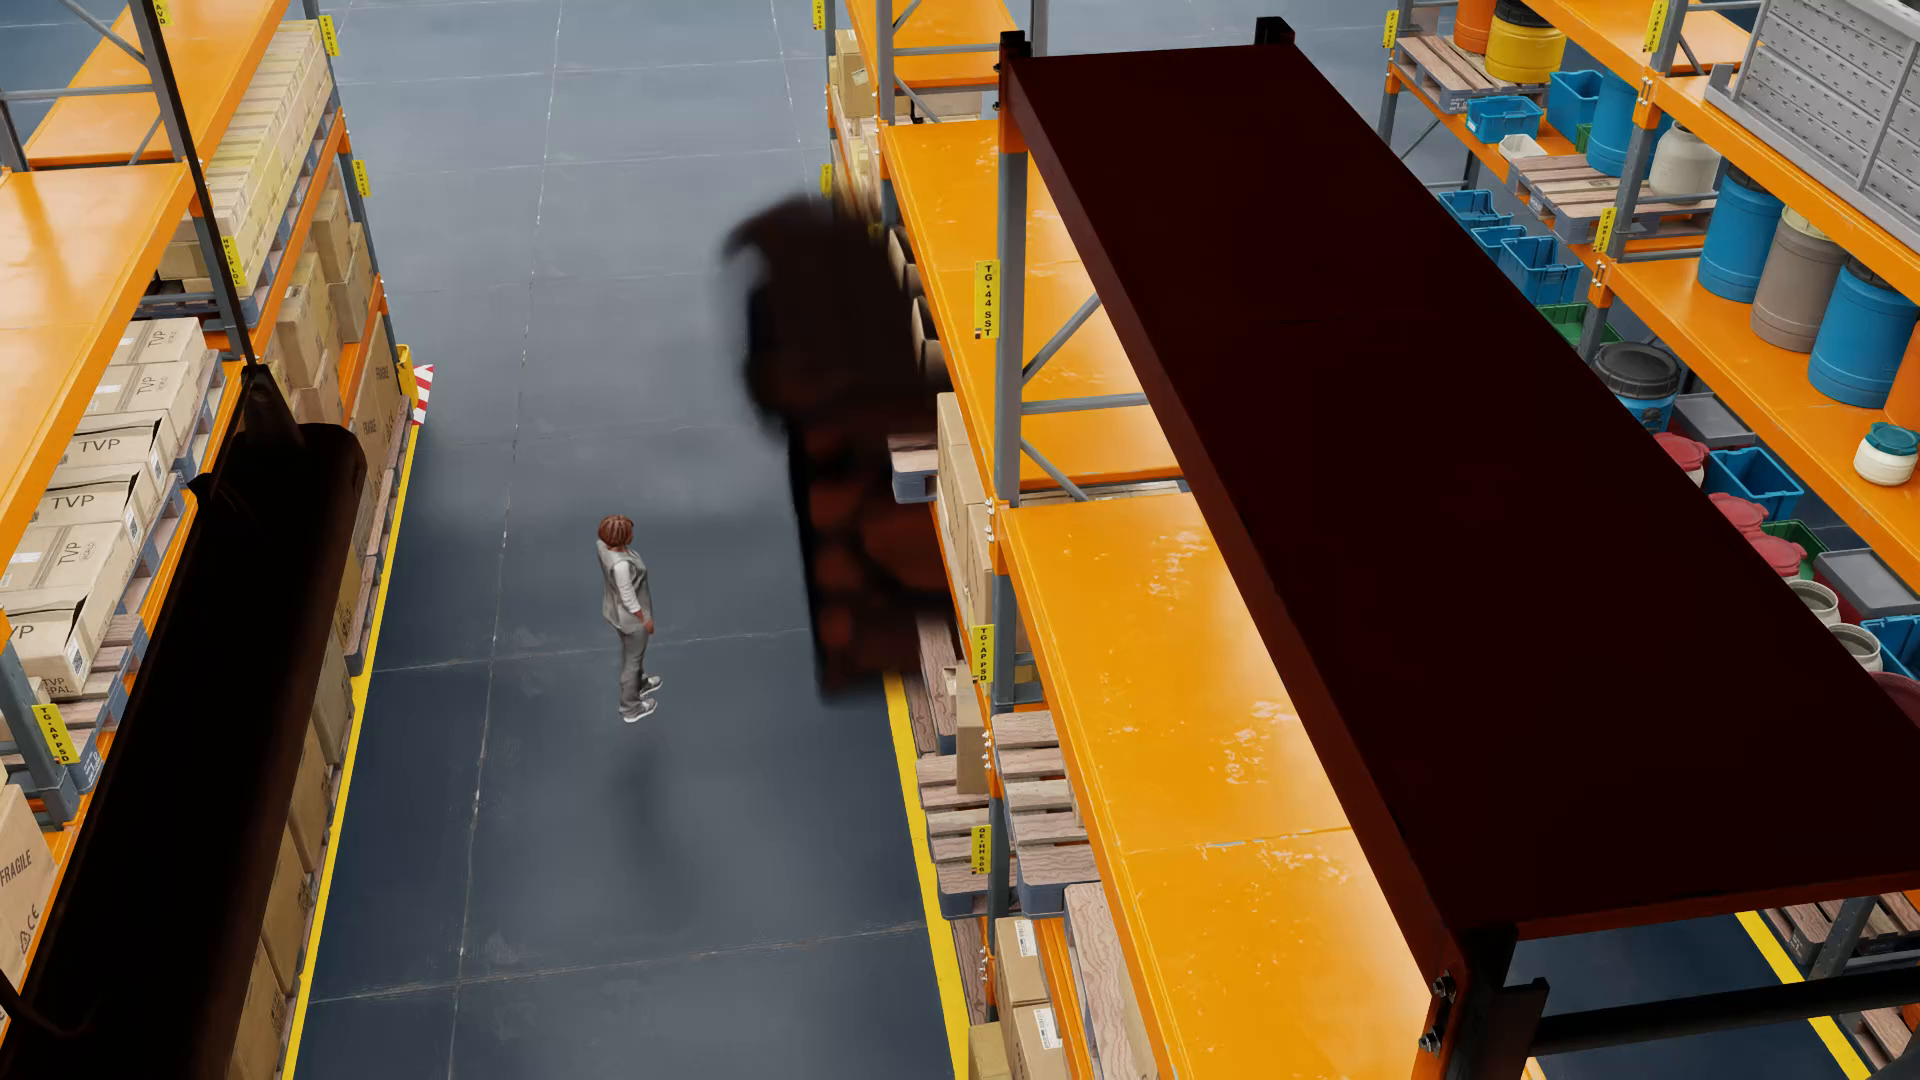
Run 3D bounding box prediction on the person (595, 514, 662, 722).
[{"bbox_3d":[-2.182,0.485,10.969,0.423,1.607,0.485,29,45,33],"label":"person"}]
